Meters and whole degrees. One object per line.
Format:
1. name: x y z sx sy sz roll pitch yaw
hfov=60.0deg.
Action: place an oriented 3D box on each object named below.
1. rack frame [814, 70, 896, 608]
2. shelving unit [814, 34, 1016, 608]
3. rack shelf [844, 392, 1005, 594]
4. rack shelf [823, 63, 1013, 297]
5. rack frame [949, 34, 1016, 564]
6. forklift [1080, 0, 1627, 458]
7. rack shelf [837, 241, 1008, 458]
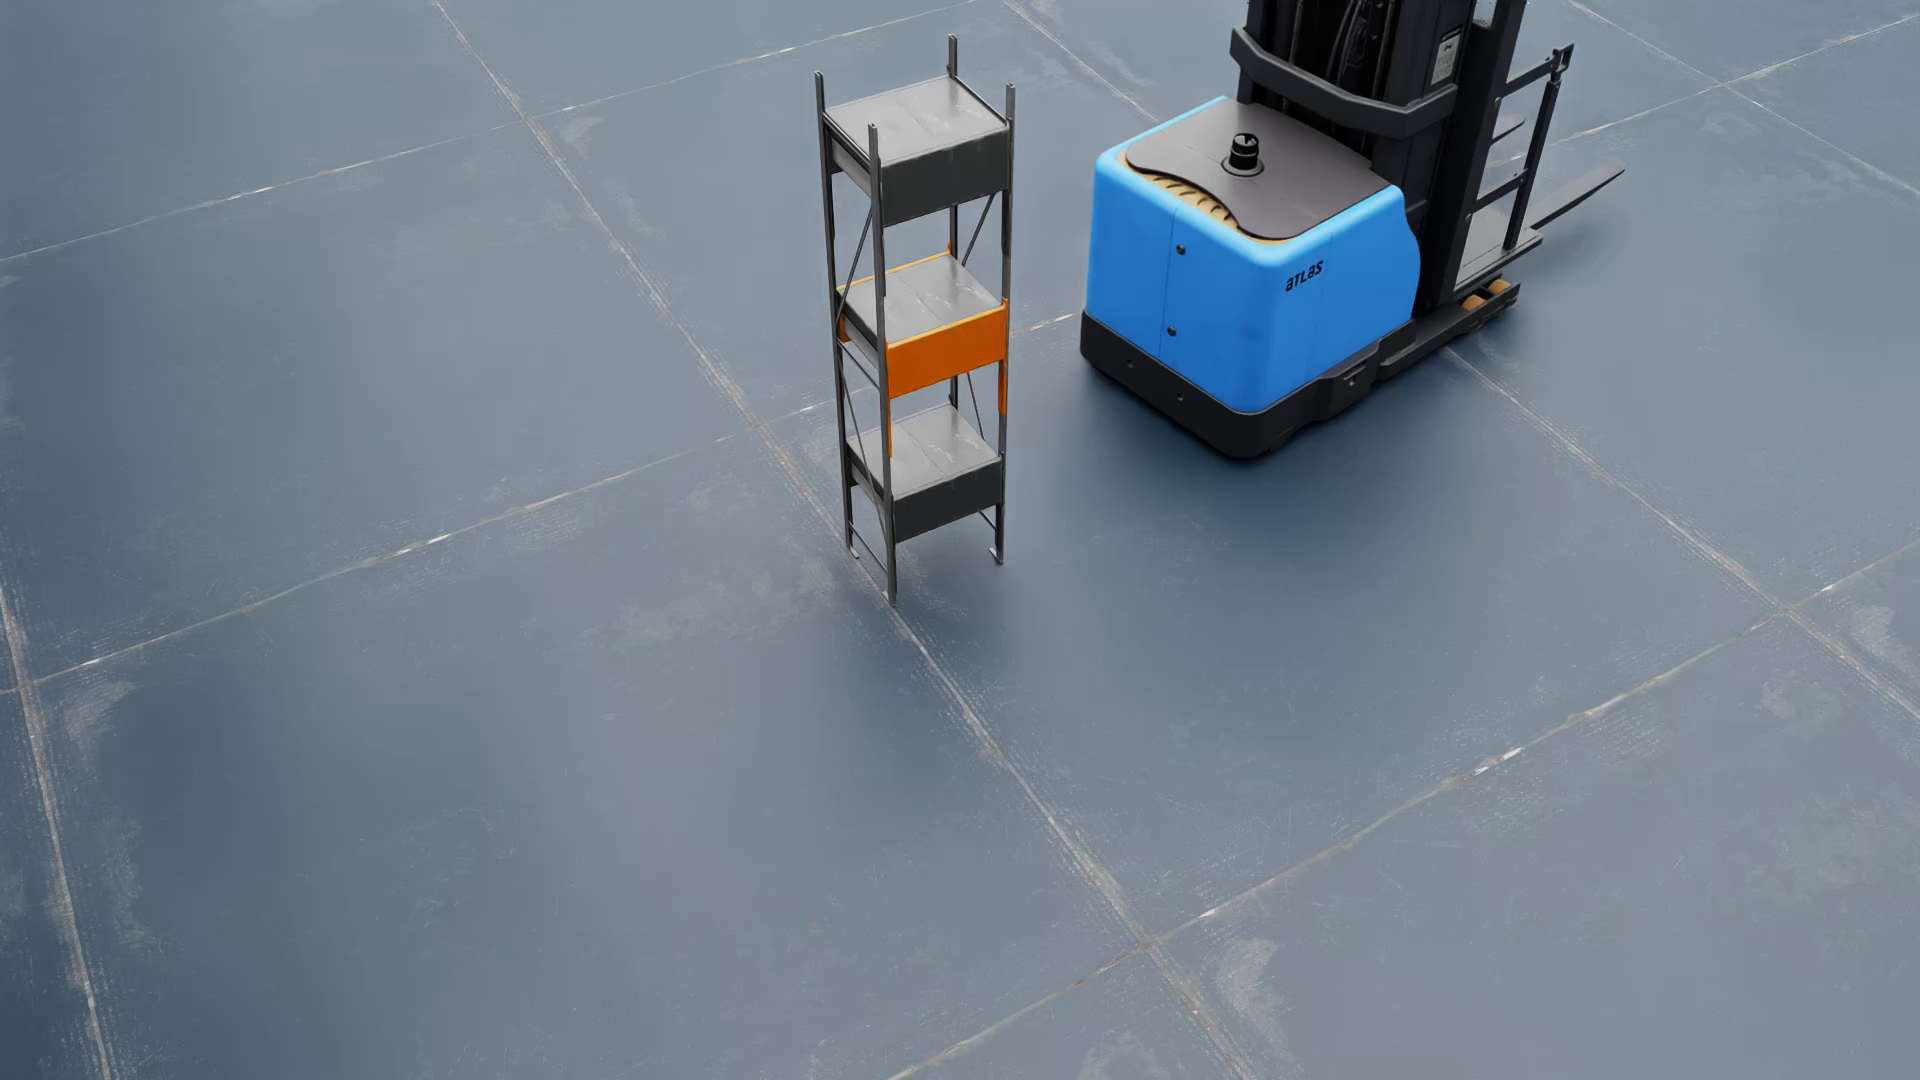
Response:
1. rack frame: -0.355 -0.611 5.872 0.015 2.100 0.400 -22 48 -21
2. shelving unit: -0.144 -0.696 5.960 0.503 2.100 0.431 -22 48 -21
3. rack shelf: -0.144 -0.184 6.457 0.480 0.518 0.431 -22 48 -21
4. rack shelf: -0.144 -1.189 5.482 0.480 0.518 0.431 -22 48 -21
5. rack frame: 0.068 -0.781 6.047 0.015 2.100 0.400 -22 48 -21
6. forklift: 1.992 -2.275 6.990 3.031 2.935 1.130 -31 52 -28
7. rack shelf: -0.144 -0.686 5.969 0.480 0.518 0.431 -22 48 -21
